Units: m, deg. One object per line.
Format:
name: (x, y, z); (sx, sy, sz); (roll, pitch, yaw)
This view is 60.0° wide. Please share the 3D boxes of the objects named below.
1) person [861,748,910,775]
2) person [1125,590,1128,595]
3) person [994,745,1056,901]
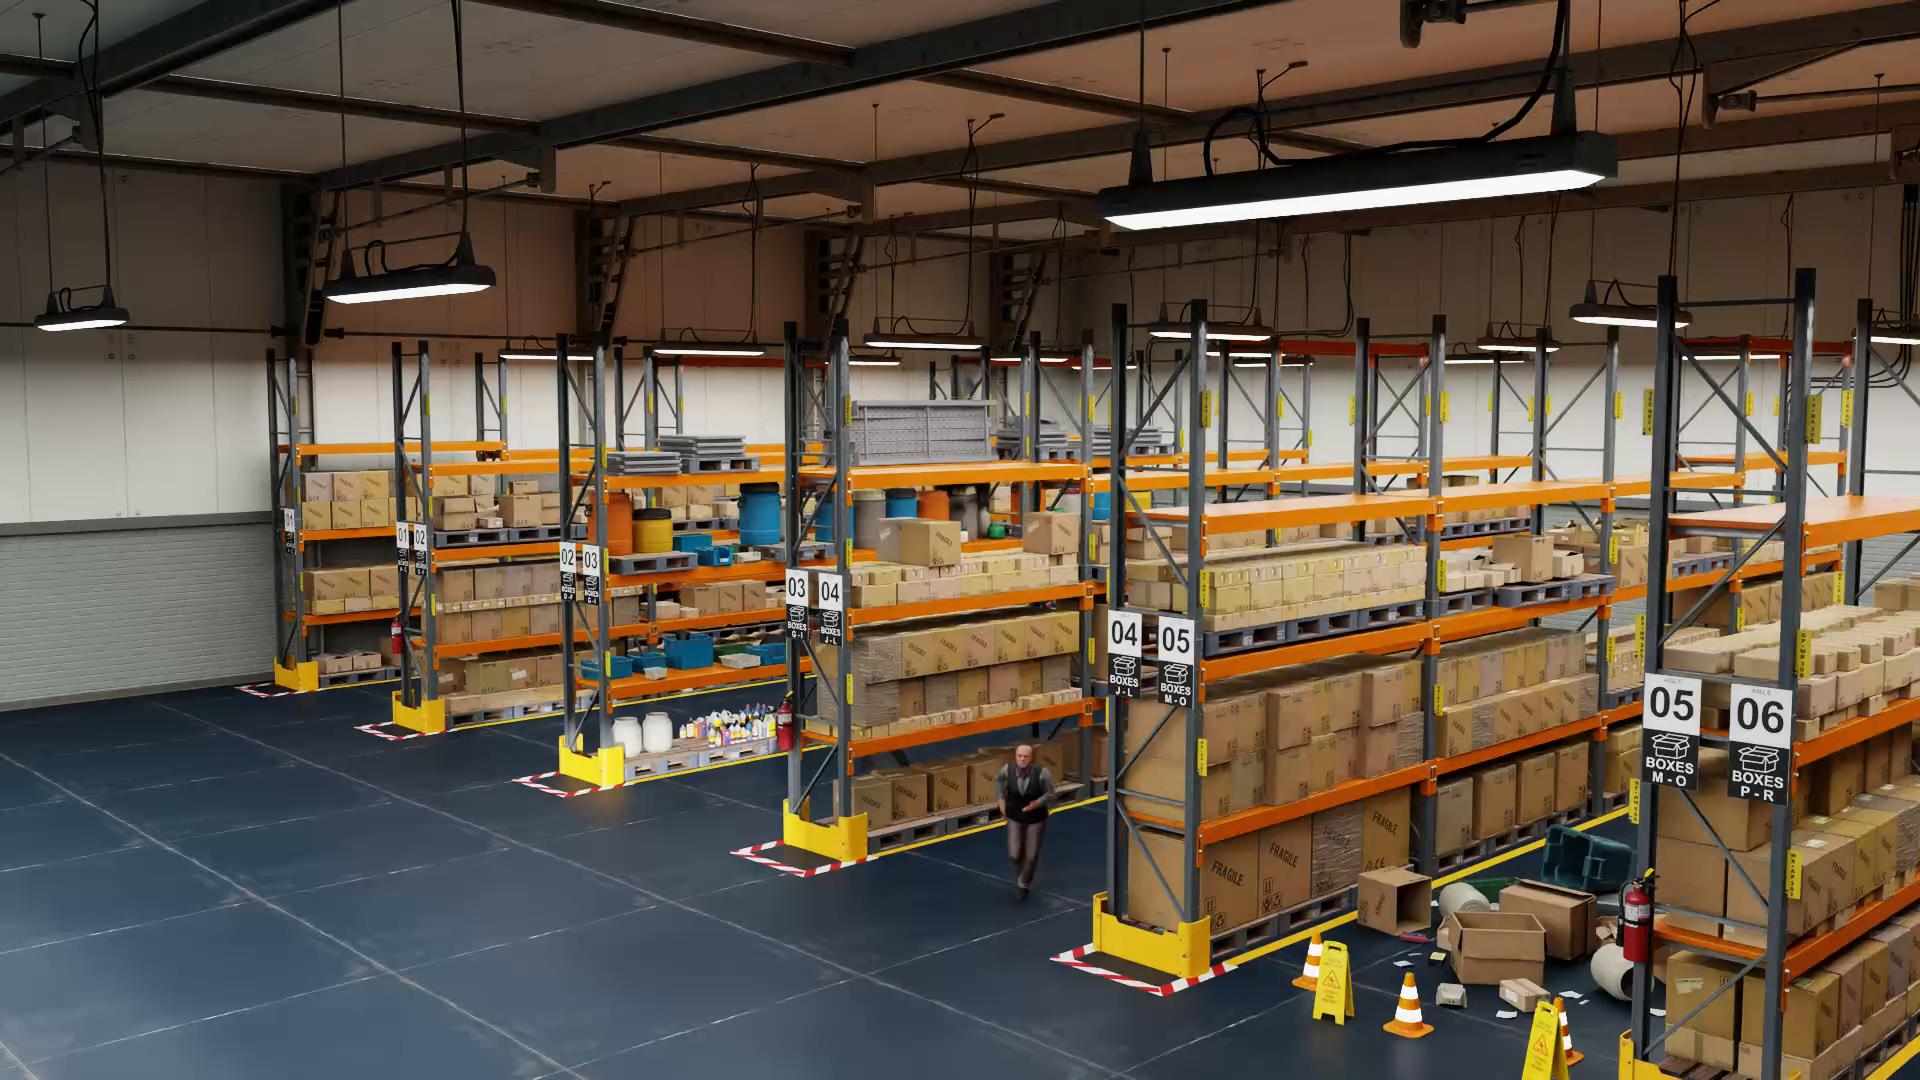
person: (-0.997, 2.464, 21.957); (0.913, 1.645, 0.570); (-5, 7, -44)
person: (2.687, 1.652, 26.923); (0.704, 1.828, 0.978); (4, 6, 38)
person: (0.658, 2.884, 17.022); (0.647, 1.652, 0.722); (1, 5, 6)
